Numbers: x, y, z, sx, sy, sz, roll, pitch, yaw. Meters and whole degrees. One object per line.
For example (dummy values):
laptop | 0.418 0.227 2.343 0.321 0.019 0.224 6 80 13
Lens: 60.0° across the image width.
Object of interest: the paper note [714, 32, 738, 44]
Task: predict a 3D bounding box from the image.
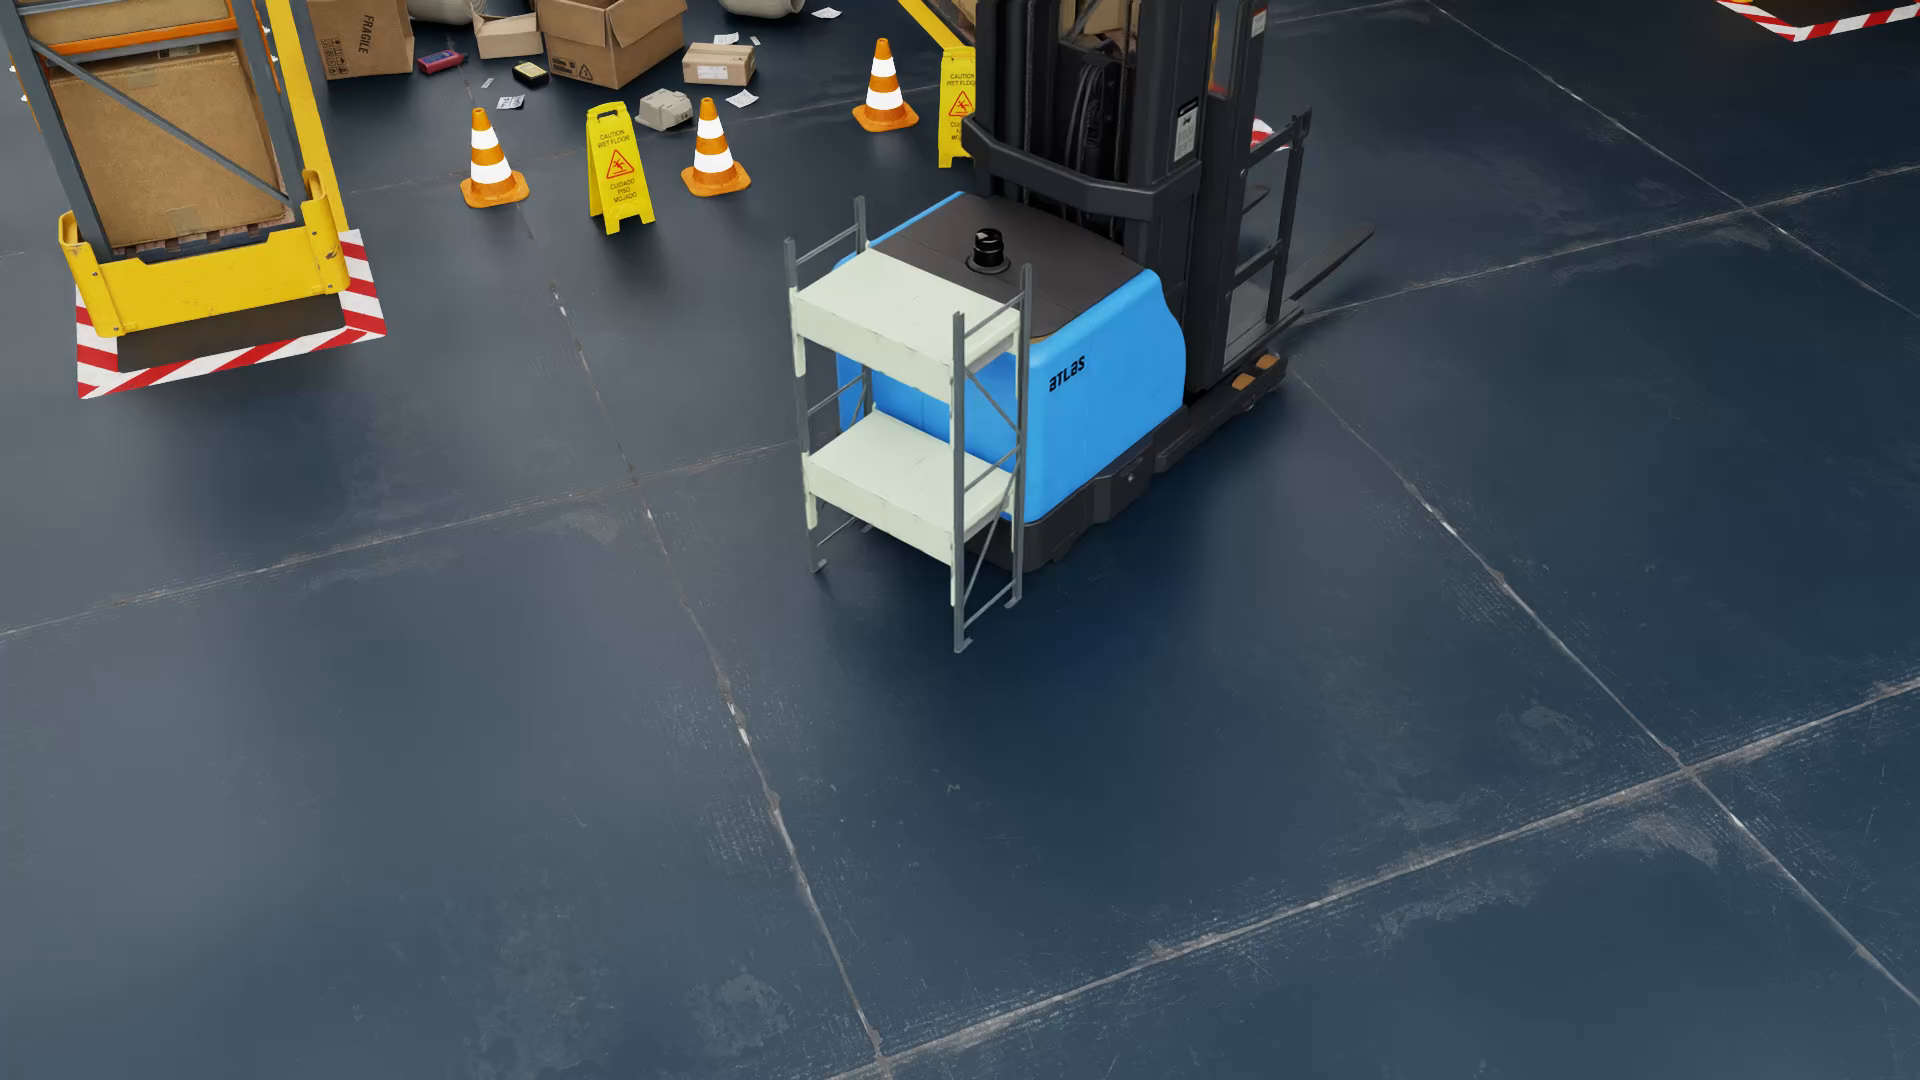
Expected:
paper note | -1.460 -3.131 10.377 0.148 0.019 0.142 -2 41 -2

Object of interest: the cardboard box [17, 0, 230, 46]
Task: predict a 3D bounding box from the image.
cardboard box | -3.791 -2.613 7.373 0.875 0.550 0.550 -15 43 -17

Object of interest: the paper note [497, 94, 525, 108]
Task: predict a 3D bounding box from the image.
paper note | -2.622 -2.560 9.705 0.144 0.017 0.142 -2 41 -2

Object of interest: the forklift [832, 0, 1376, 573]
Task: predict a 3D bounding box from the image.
forklift | 0.825 -1.875 6.683 1.130 2.935 3.031 29 48 29

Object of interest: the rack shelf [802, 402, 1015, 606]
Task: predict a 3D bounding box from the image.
rack shelf | -0.179 -0.146 6.269 0.720 0.370 0.431 27 48 28

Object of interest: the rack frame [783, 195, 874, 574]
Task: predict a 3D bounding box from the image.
rack frame | -0.467 -0.540 6.228 0.023 1.500 0.400 27 48 28

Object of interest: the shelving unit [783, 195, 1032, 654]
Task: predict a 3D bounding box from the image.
shelving unit | -0.179 -0.393 6.057 0.755 1.500 0.431 27 48 28

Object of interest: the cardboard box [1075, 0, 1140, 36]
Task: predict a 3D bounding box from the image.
cardboard box | 0.874 -3.311 10.087 0.500 0.250 0.500 -15 43 -17

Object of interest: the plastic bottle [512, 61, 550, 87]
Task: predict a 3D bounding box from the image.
plastic bottle | -2.589 -2.799 9.958 0.133 0.061 0.283 -31 49 -31

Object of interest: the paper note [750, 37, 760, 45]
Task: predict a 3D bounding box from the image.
paper note | -1.275 -3.111 10.360 0.032 0.001 0.123 -15 43 -17

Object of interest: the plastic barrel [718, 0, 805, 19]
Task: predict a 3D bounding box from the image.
plastic barrel | -1.261 -3.529 10.529 0.512 0.421 0.421 12 42 13

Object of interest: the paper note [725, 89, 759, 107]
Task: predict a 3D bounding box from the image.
paper note | -1.273 -2.587 9.734 0.148 0.019 0.142 -31 49 -31

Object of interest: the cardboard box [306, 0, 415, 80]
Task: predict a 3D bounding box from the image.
cardboard box | -3.595 -3.127 10.001 0.500 0.500 0.500 -8 41 -9

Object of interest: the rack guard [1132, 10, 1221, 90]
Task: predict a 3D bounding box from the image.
rack guard | 0.899 -2.737 9.550 1.175 0.500 0.348 -15 43 -17

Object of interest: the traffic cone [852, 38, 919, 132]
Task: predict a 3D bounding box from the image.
traffic cone | -0.429 -2.615 9.436 0.336 0.463 0.334 -15 43 -17

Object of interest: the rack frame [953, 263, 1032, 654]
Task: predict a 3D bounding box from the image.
rack frame | 0.109 -0.245 5.885 0.023 1.500 0.400 27 48 28

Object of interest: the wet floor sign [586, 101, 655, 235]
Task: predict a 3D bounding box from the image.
wet floor sign | -1.767 -1.928 8.497 0.267 0.644 0.232 -23 46 -24

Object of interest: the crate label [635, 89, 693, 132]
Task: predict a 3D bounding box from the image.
crate label | -1.682 -2.468 9.515 0.298 0.136 0.250 27 47 27

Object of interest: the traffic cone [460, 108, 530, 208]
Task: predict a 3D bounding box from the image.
traffic cone | -2.498 -2.056 8.786 0.336 0.463 0.334 -15 43 -17

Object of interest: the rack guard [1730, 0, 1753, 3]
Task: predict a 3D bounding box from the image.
rack guard | 5.521 -3.918 10.922 1.175 0.500 0.348 -15 43 -17

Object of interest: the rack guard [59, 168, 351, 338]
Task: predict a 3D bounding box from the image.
rack guard | -3.598 -1.381 7.973 1.175 0.500 0.348 -15 43 -17

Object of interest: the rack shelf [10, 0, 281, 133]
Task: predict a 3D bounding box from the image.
rack shelf | -4.372 -3.276 8.810 1.077 0.370 4.000 -15 43 -17

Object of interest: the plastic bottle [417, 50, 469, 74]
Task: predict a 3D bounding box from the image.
plastic bottle | -3.134 -2.910 10.087 0.283 0.061 0.133 -31 49 -31

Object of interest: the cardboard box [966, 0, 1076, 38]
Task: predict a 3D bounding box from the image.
cardboard box | 0.361 -3.190 9.946 0.500 0.250 0.500 -15 43 -17

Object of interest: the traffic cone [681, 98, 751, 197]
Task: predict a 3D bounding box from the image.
traffic cone | -1.324 -2.133 8.876 0.336 0.463 0.334 -15 43 -17

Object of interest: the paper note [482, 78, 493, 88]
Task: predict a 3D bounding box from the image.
paper note | -2.815 -2.723 9.909 0.032 0.001 0.123 5 41 6

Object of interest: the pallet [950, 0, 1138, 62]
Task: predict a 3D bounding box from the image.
pallet | 0.620 -3.126 10.223 1.003 0.211 1.213 -15 43 -17

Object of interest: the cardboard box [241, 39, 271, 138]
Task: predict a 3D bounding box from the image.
cardboard box | -4.266 -2.619 8.802 0.875 0.875 0.875 -16 43 -18

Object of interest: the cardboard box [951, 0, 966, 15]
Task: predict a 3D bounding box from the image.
cardboard box | 0.179 -3.490 10.295 0.500 0.250 0.500 -15 43 -17

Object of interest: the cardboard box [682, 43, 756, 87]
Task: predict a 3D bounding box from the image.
cardboard box | -1.440 -2.844 9.943 0.380 0.149 0.250 5 41 6

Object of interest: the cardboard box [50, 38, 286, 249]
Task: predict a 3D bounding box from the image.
cardboard box | -3.928 -2.089 8.187 0.875 0.875 0.875 -15 43 -17

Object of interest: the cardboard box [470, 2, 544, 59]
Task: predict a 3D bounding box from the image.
cardboard box | -2.778 -3.141 10.199 0.396 0.266 0.258 -8 41 -9

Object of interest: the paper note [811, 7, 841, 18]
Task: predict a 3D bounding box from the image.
paper note | -0.852 -3.382 10.659 0.142 0.019 0.148 -31 49 -31

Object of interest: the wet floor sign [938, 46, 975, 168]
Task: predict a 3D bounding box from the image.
wet floor sign | 0.012 -2.365 9.006 0.267 0.644 0.232 -2 41 -2

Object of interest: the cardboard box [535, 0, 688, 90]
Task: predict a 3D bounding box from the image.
cardboard box | -2.084 -3.119 9.992 0.637 0.503 0.797 19 44 20

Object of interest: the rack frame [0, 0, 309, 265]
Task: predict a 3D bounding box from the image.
rack frame | -3.607 -2.344 7.175 1.000 3.000 0.127 -15 43 -17

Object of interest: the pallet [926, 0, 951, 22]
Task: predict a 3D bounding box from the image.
pallet | 0.157 -3.860 11.077 1.003 0.211 1.213 -15 43 -17

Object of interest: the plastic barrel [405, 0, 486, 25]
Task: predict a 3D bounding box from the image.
plastic barrel | -3.286 -3.476 10.467 0.512 0.421 0.421 12 42 13

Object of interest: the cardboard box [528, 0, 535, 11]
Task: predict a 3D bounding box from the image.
cardboard box | -2.449 -3.732 10.600 0.797 0.637 0.503 -15 43 -17

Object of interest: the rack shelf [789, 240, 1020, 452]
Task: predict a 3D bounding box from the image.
rack shelf | -0.179 -0.689 5.802 0.720 0.370 0.431 27 48 28

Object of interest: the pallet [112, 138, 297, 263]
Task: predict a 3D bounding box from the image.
pallet | -3.985 -1.748 8.621 1.003 0.211 1.213 -15 43 -17

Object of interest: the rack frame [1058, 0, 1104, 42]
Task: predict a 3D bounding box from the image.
rack frame | 0.928 -3.639 8.682 1.000 3.000 0.127 -15 43 -17
